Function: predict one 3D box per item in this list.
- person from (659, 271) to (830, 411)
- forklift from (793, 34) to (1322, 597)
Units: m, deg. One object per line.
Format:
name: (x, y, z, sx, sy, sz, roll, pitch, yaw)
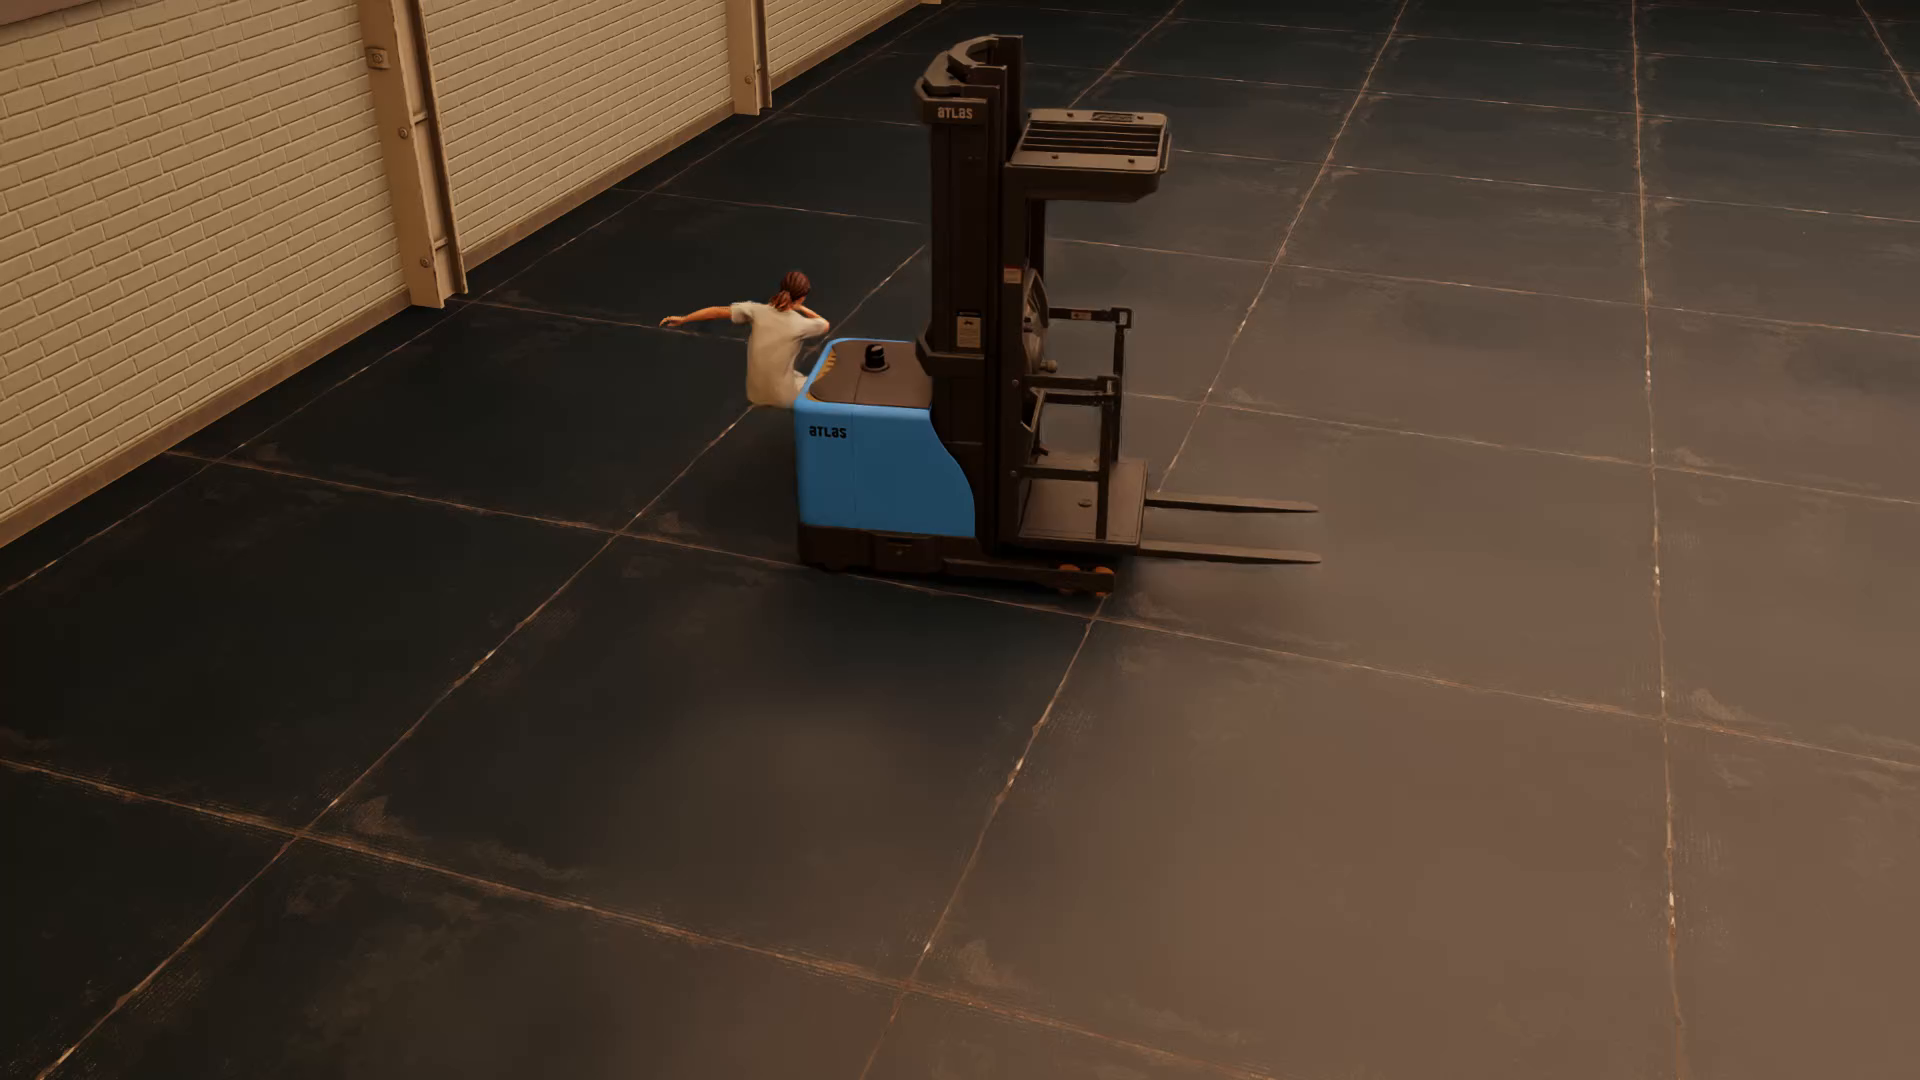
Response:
person: (-1.217, -1.112, 10.727, 1.134, 1.359, 0.827, 12, 32, 20)
forklift: (0.608, -1.233, 9.299, 3.031, 2.935, 1.130, 4, 30, 8)
